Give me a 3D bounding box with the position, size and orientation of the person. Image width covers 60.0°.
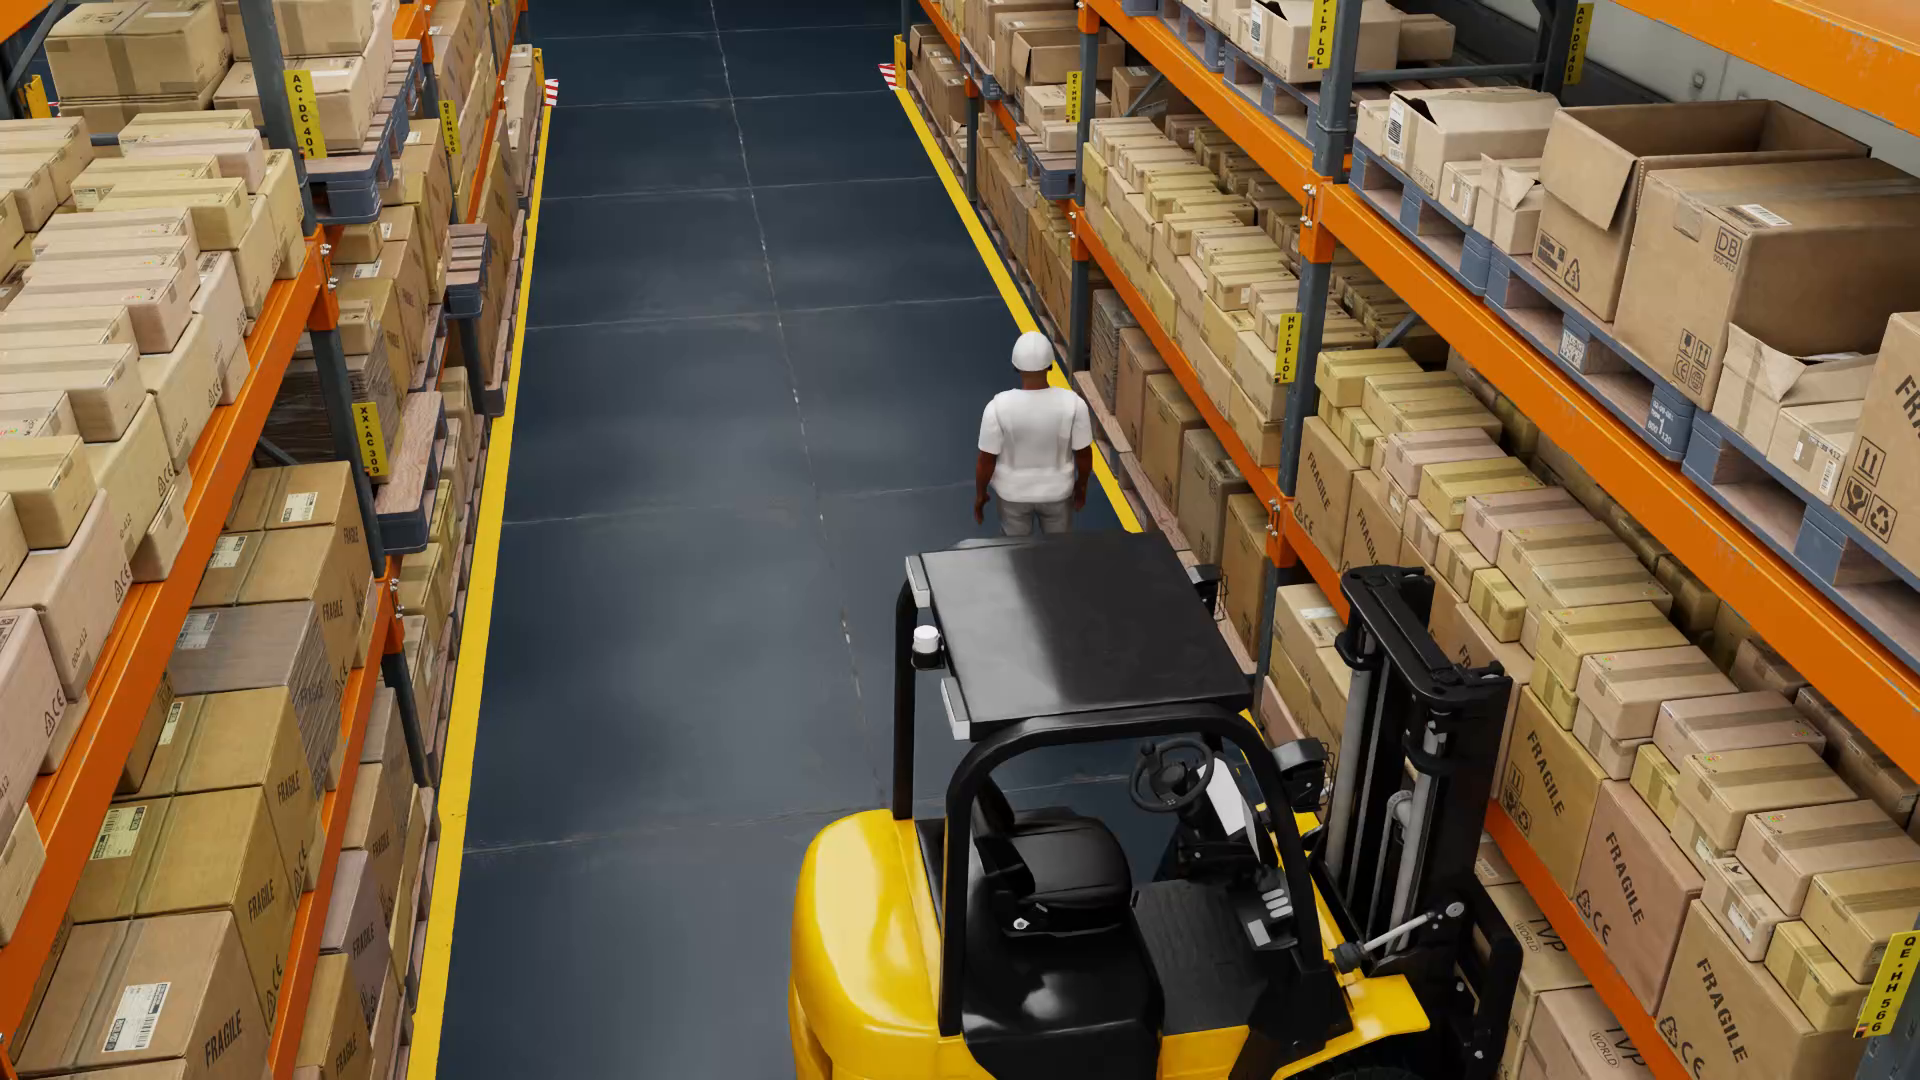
[{"bbox_3d":[0.368,-0.248,8.515,0.601,1.777,0.404,-3,31,-4],"label":"person"}]
